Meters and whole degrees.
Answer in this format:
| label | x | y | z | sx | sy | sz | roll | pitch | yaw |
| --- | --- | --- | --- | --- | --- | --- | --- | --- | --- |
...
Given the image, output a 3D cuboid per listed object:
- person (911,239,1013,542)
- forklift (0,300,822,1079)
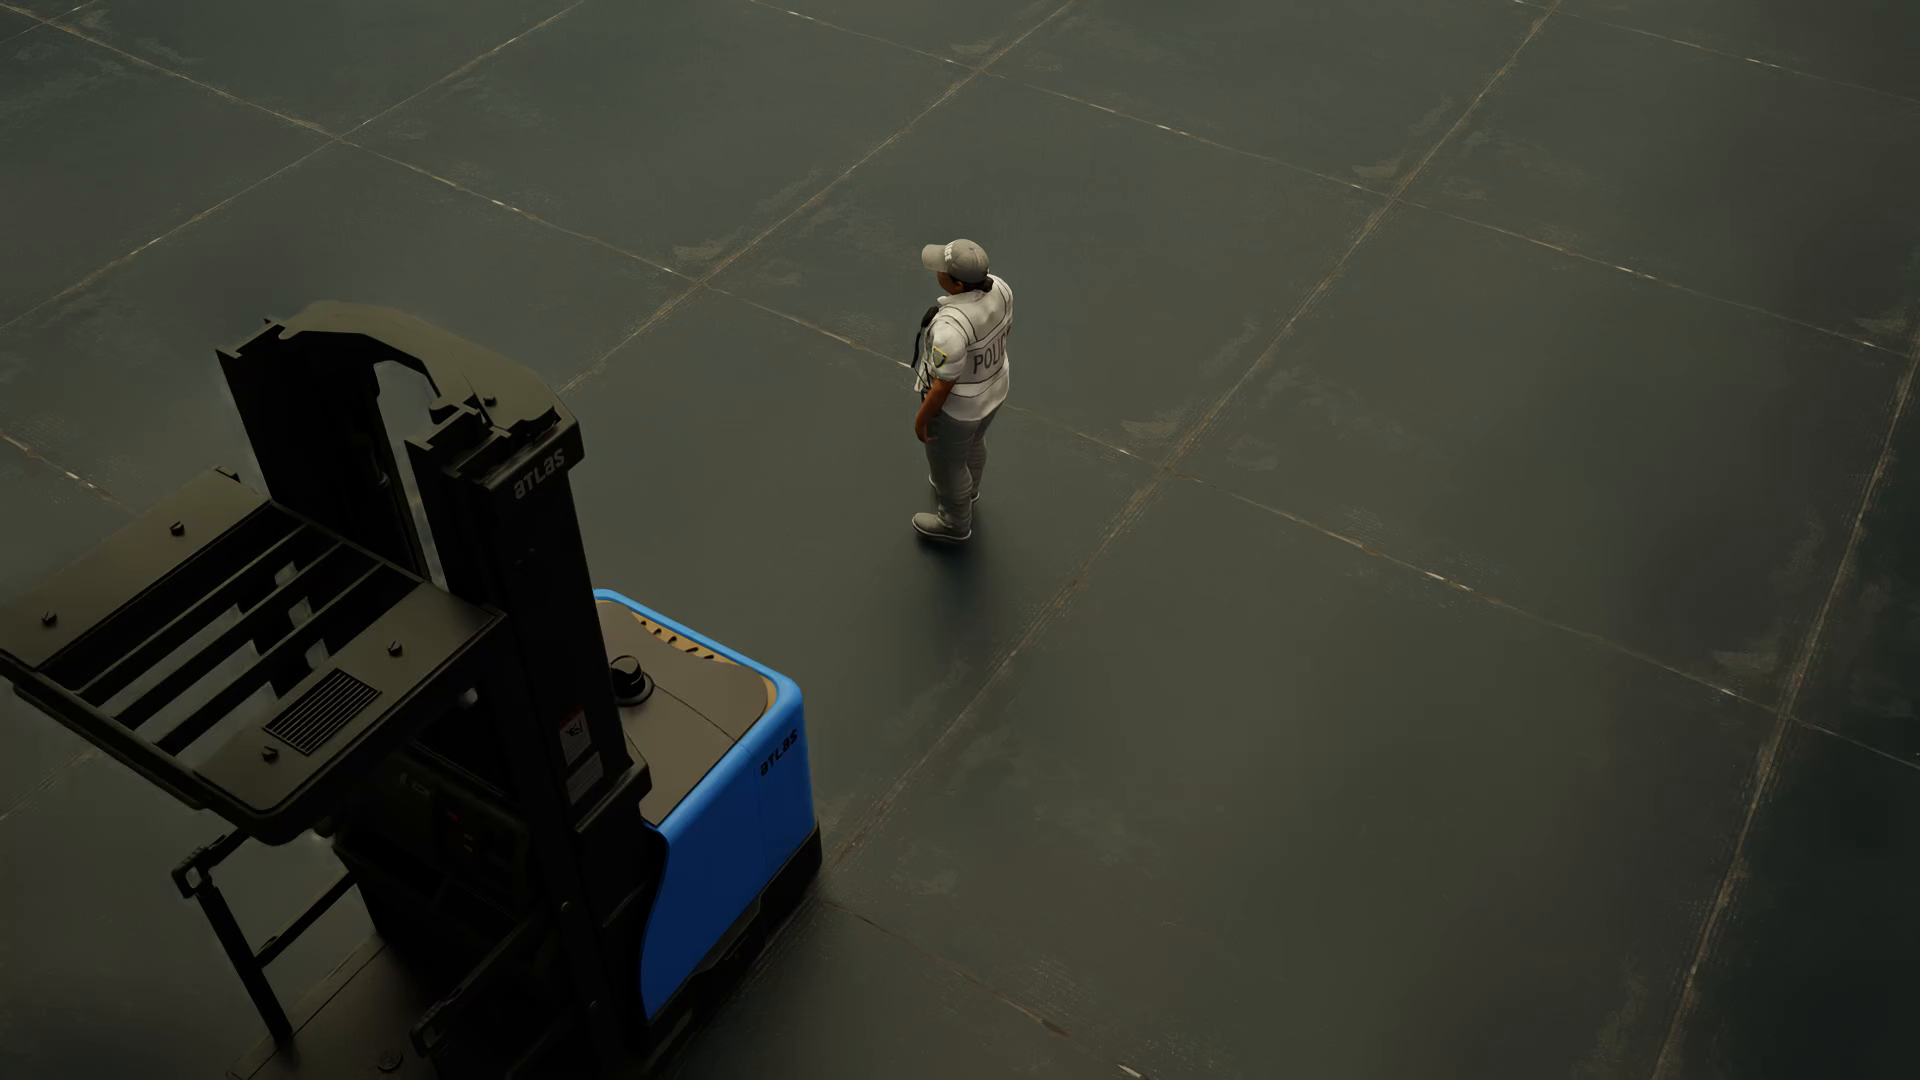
| label | x | y | z | sx | sy | sz | roll | pitch | yaw |
| --- | --- | --- | --- | --- | --- | --- | --- | --- | --- |
| person | -0.052 | -0.680 | 7.417 | 0.529 | 1.670 | 0.598 | 24 | 48 | 23 |
| forklift | -1.755 | 0.909 | 4.890 | 1.130 | 2.935 | 3.031 | 24 | 48 | 23 |
